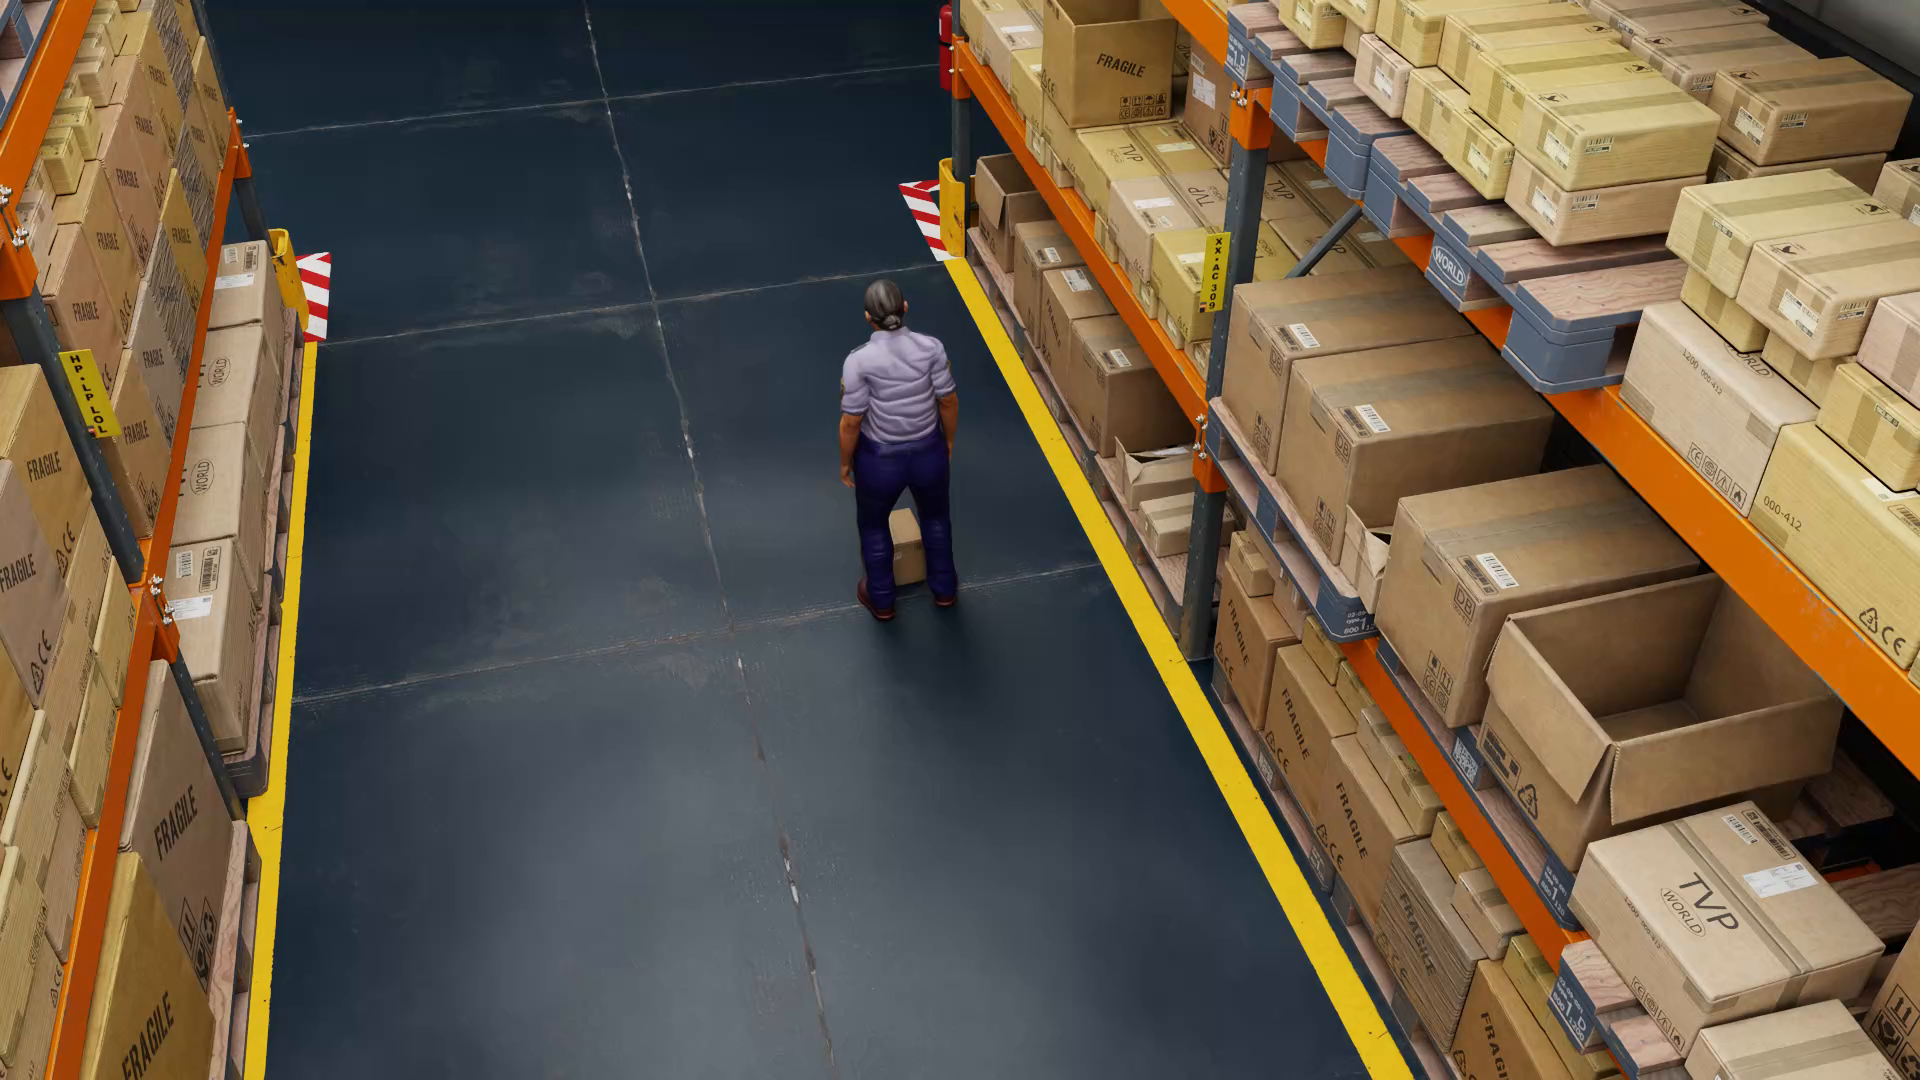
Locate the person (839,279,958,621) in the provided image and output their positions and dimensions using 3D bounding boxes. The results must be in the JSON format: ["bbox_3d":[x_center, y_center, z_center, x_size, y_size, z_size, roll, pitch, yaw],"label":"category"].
[{"bbox_3d":[-0.256,-0.374,7.192,0.561,1.651,0.333,-12,40,-15],"label":"person"}]
